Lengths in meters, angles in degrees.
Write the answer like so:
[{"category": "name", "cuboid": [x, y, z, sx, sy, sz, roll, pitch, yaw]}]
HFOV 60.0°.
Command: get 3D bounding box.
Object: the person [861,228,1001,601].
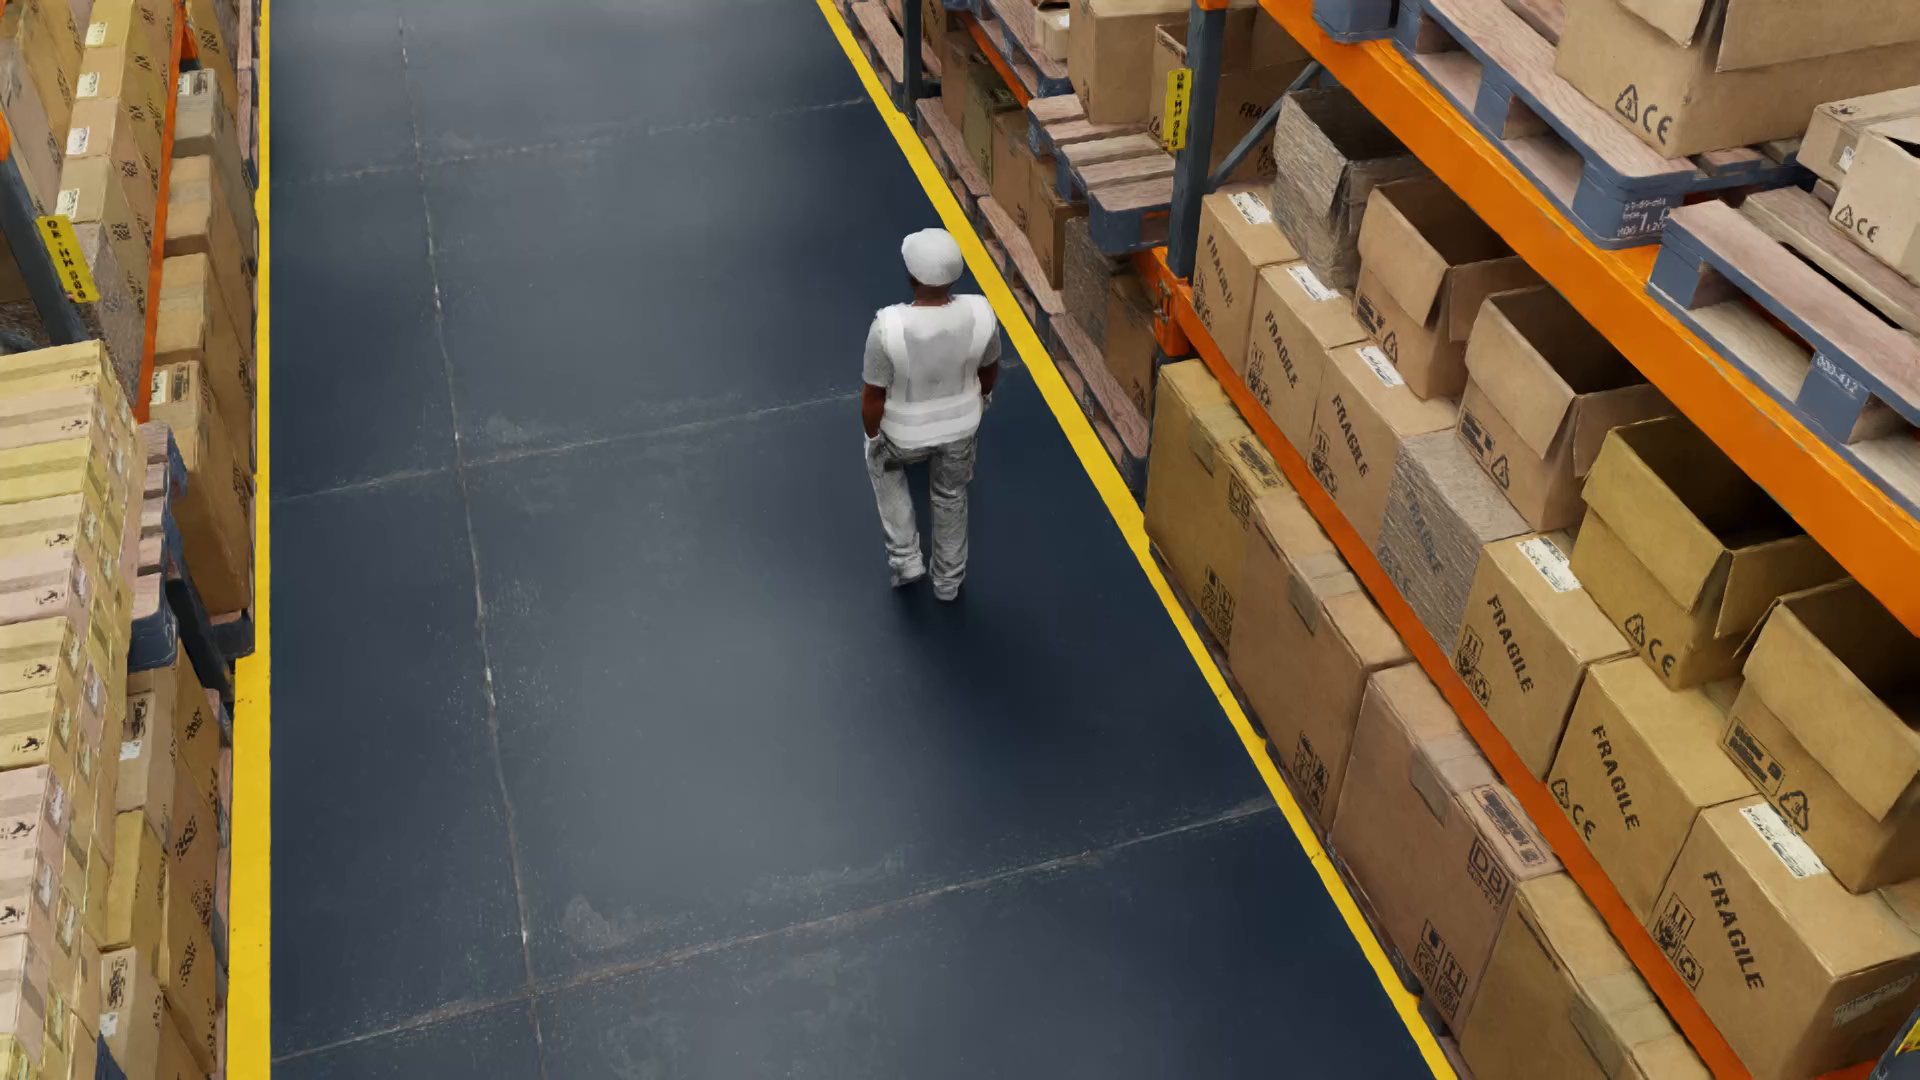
[{"category": "person", "cuboid": [-0.130, -0.495, 6.671, 0.573, 1.809, 0.469, -9, 43, -10]}]
